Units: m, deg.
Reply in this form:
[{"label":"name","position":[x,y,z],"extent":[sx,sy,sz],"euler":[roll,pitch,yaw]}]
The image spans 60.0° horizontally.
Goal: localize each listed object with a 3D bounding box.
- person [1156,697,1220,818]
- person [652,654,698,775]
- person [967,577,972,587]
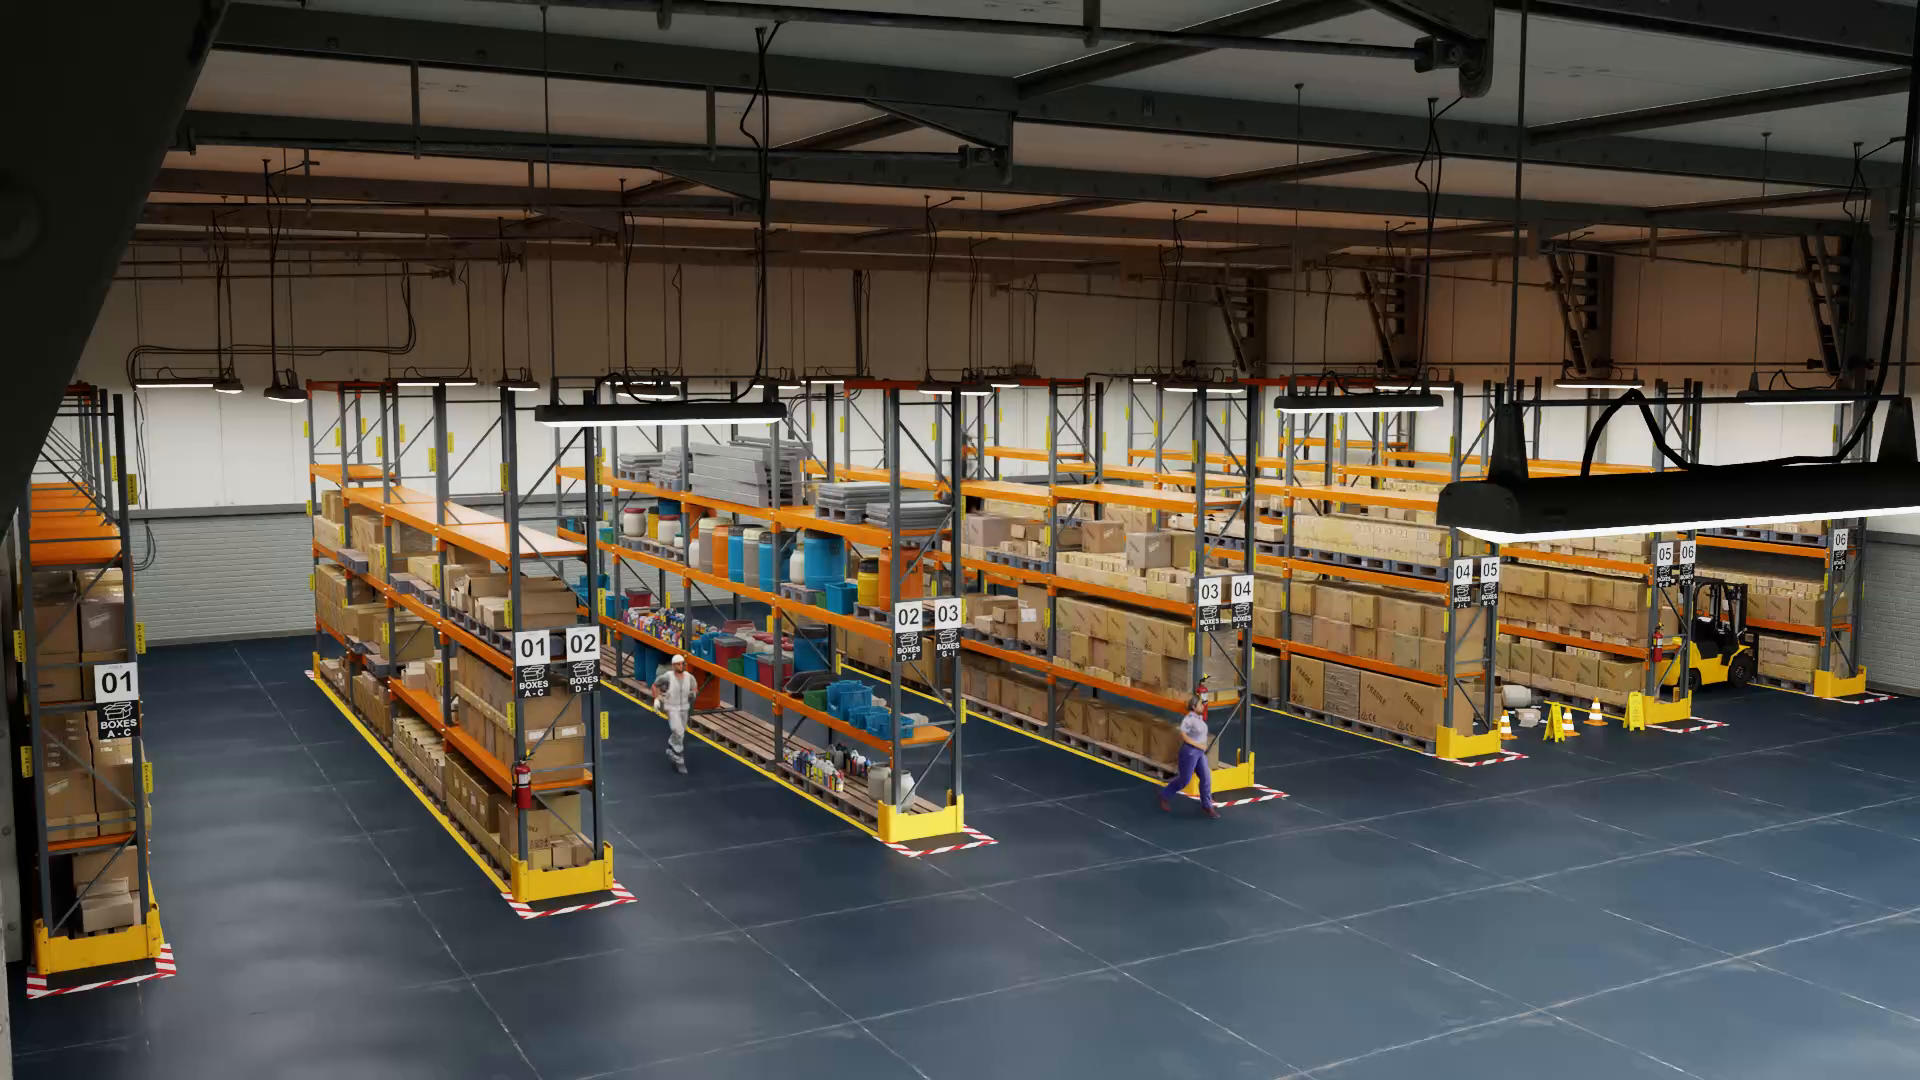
[{"label":"person","position":[3.294,3.035,23.403],"extent":[0.923,1.631,0.695],"euler":[4,7,32]},{"label":"person","position":[-4.400,2.688,25.876],"extent":[0.643,1.844,0.876],"euler":[-5,8,-40]},{"label":"person","position":[0.056,1.032,41.996],"extent":[0.906,1.649,0.627],"euler":[-3,7,-28]}]
